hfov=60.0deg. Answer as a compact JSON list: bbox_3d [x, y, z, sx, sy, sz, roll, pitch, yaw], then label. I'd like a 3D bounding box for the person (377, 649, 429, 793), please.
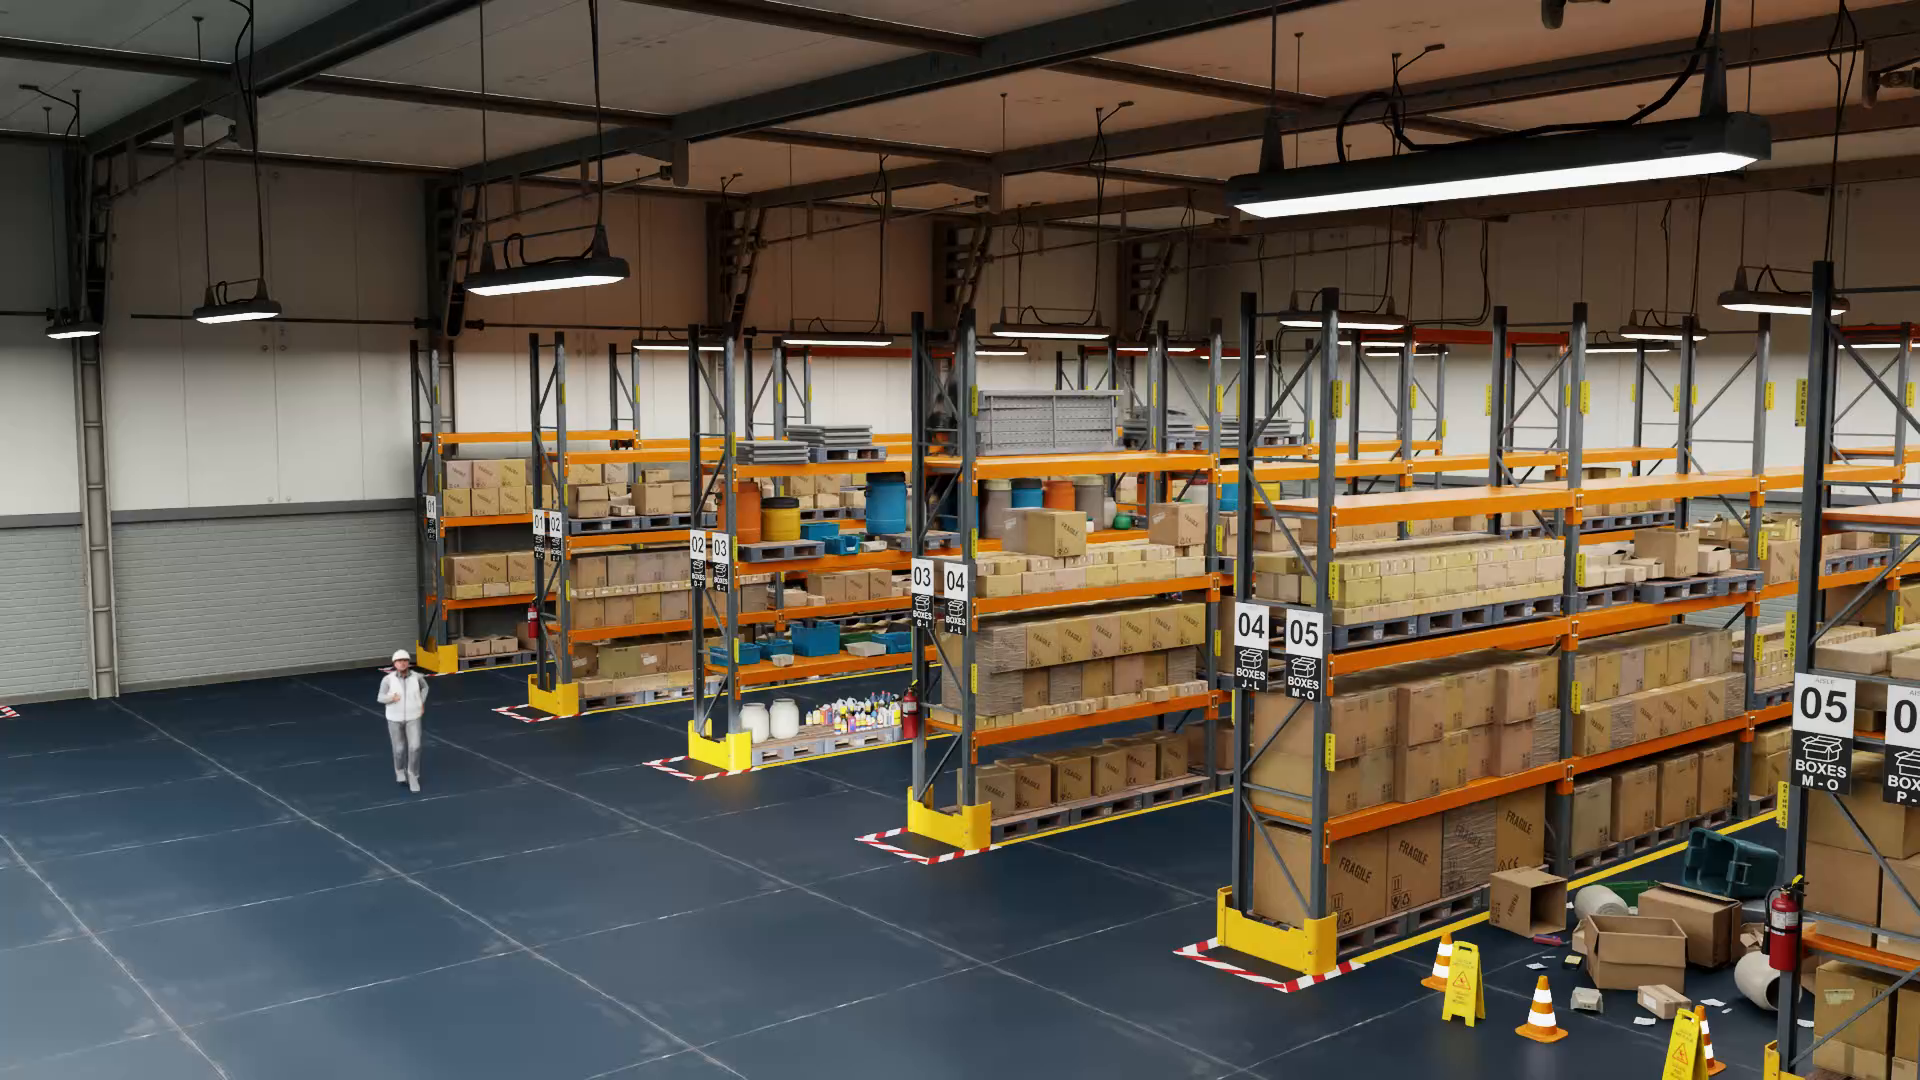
[{"bbox_3d":[-7.119,2.313,21.305,0.639,1.825,0.734,-2,6,-21],"label":"person"}]

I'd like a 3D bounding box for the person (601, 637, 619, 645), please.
[{"bbox_3d":[-5.978,1.622,28.729,0.723,1.755,0.827,5,7,43],"label":"person"}]
